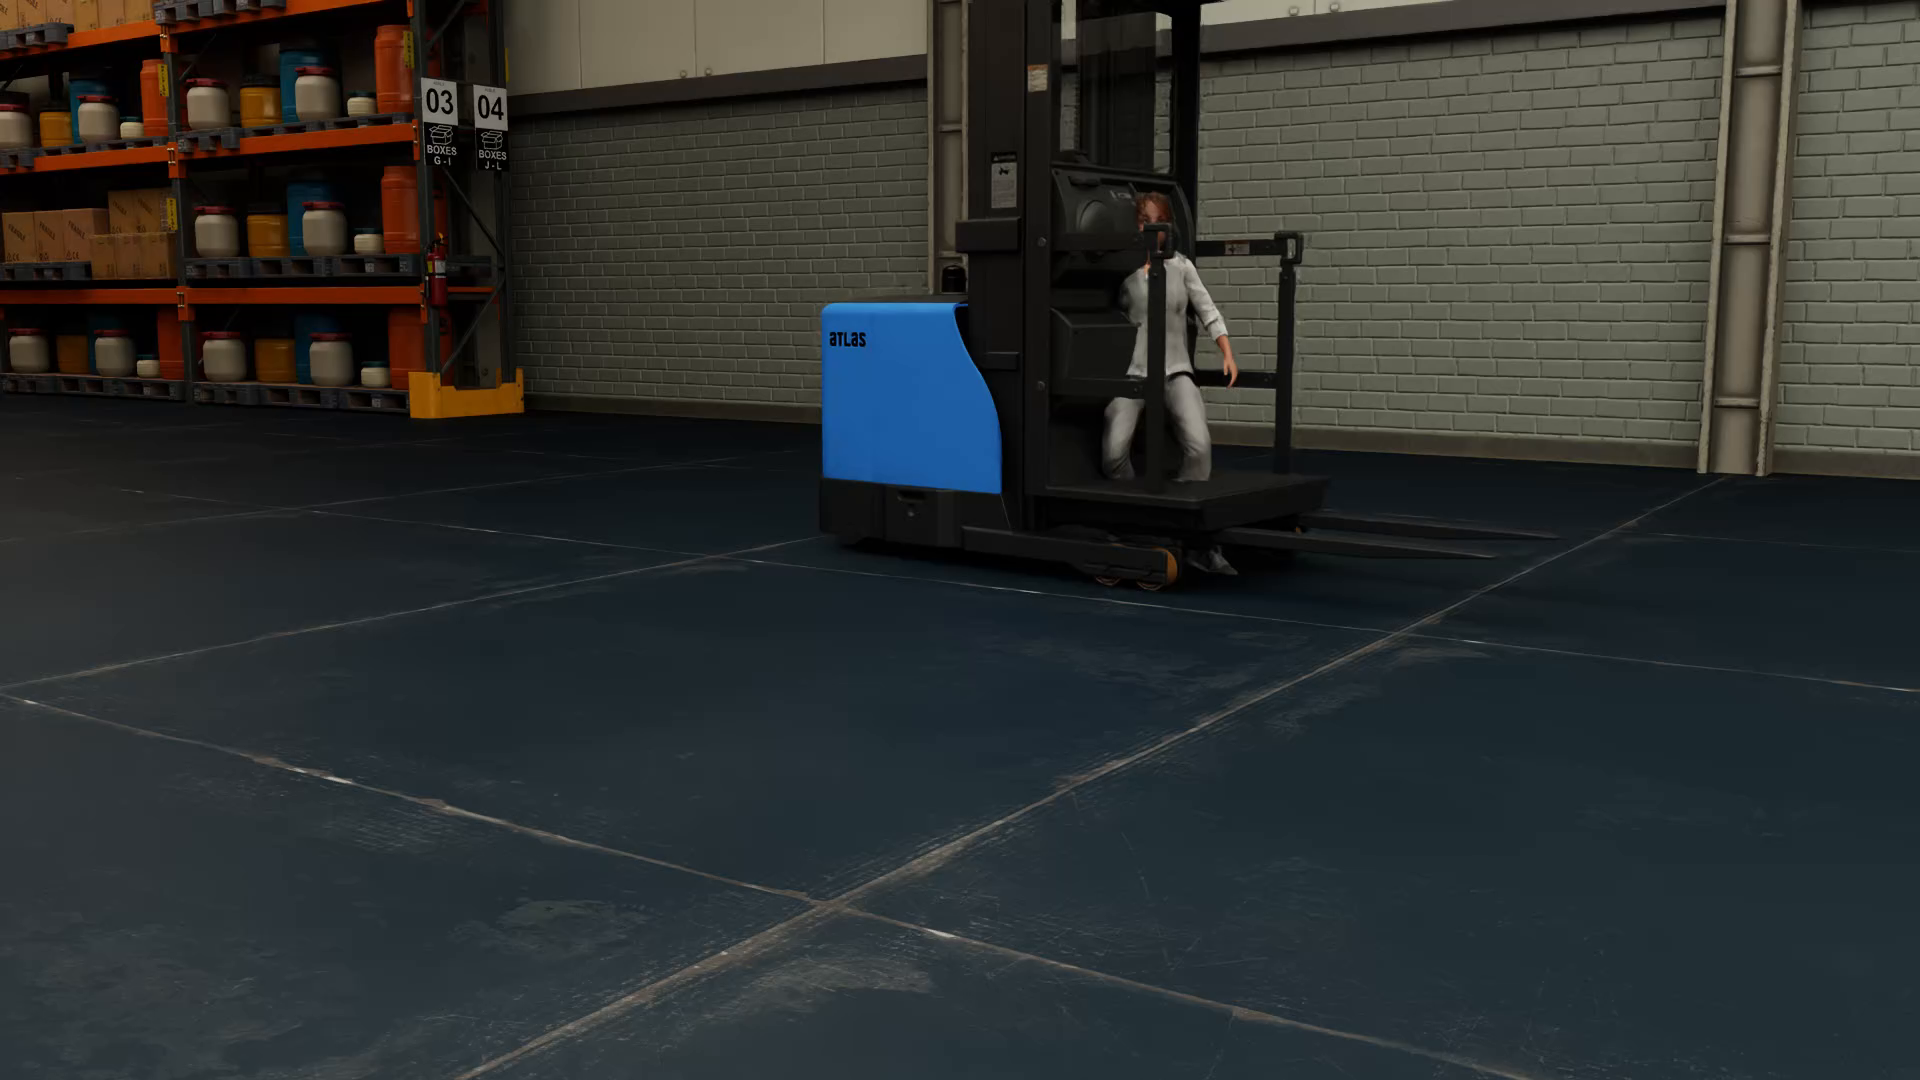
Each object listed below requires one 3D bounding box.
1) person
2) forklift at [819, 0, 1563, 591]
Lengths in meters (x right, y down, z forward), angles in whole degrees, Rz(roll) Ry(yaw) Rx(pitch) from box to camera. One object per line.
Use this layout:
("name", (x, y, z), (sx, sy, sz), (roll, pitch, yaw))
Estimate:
("person", (0.783, -0.630, 6.789), (0.731, 1.557, 0.569), (0, 8, -3))
("forklift", (0.836, -1.342, 6.633), (3.031, 2.935, 1.130), (7, 10, 39))
